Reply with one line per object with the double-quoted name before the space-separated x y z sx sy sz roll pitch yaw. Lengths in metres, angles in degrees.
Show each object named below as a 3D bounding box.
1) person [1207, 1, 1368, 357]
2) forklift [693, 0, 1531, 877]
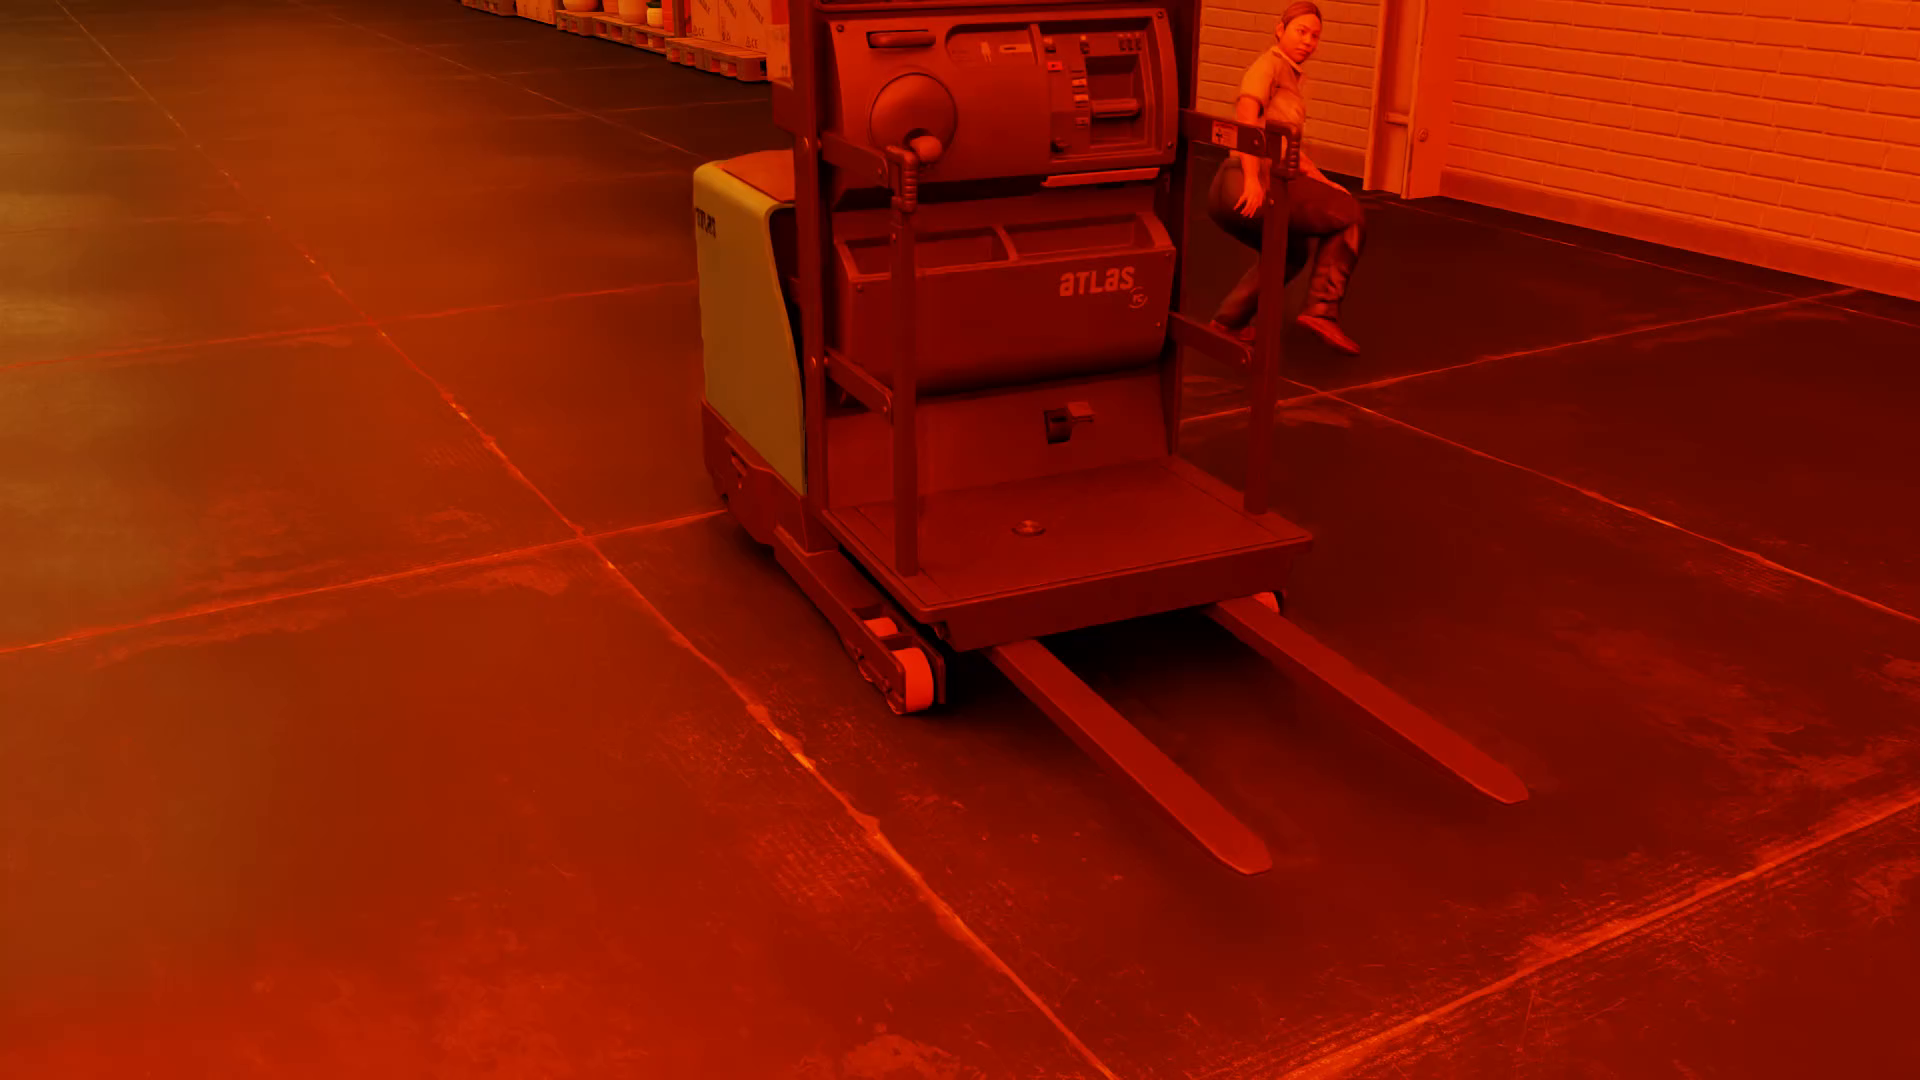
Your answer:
"person" 1.361 -1.451 6.835 0.668 1.441 0.715 -2 22 -6
"forklift" 0.214 -1.112 3.983 1.130 2.935 3.031 -10 24 -22
